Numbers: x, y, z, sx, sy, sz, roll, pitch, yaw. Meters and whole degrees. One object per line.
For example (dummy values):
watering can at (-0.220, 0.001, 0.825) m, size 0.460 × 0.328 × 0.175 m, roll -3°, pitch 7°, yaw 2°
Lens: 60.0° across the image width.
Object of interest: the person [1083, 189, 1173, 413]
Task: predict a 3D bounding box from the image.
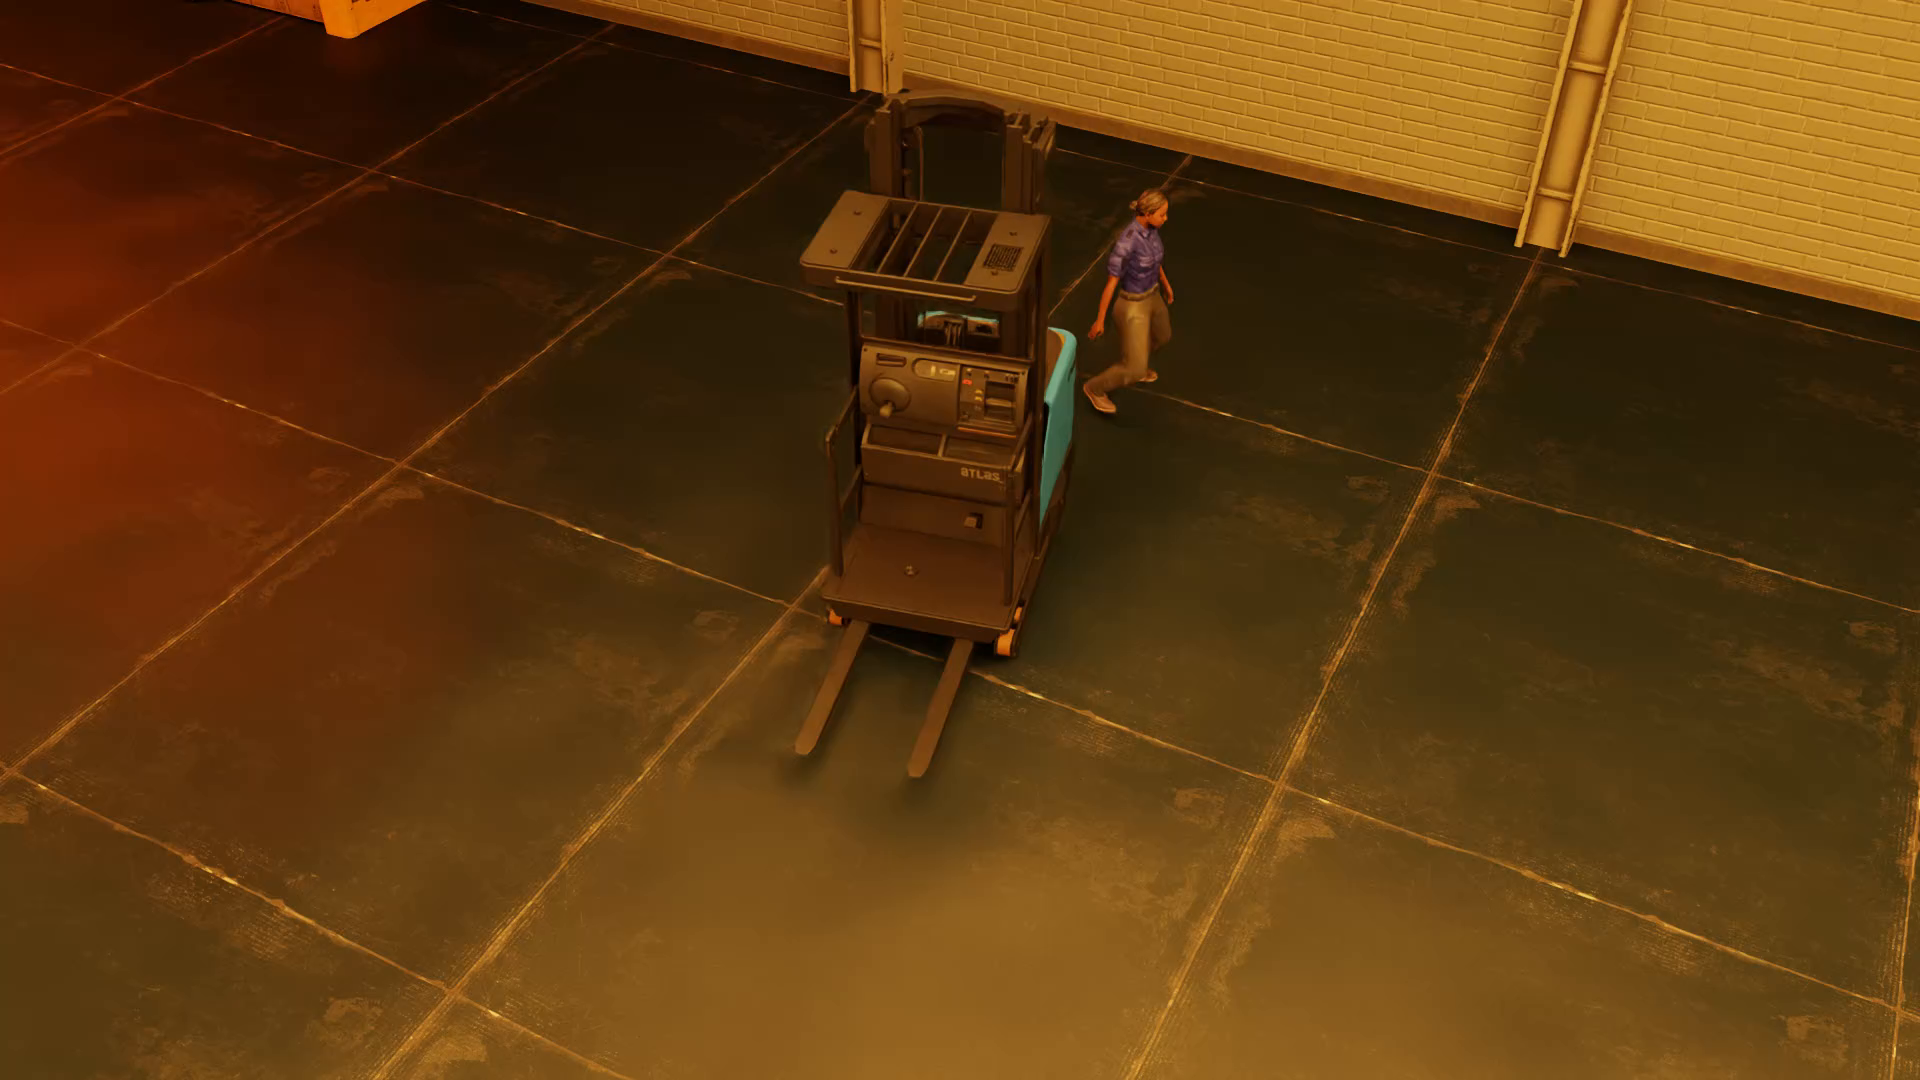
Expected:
person at (1.140, -1.548, 10.894) m, size 0.473 × 1.576 × 0.814 m, roll 24°, pitch 46°, yaw 26°

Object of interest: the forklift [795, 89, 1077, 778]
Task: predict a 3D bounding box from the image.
forklift at (-0.144, -0.737, 8.861) m, size 1.130 × 2.935 × 3.031 m, roll 10°, pitch 41°, yaw 11°
